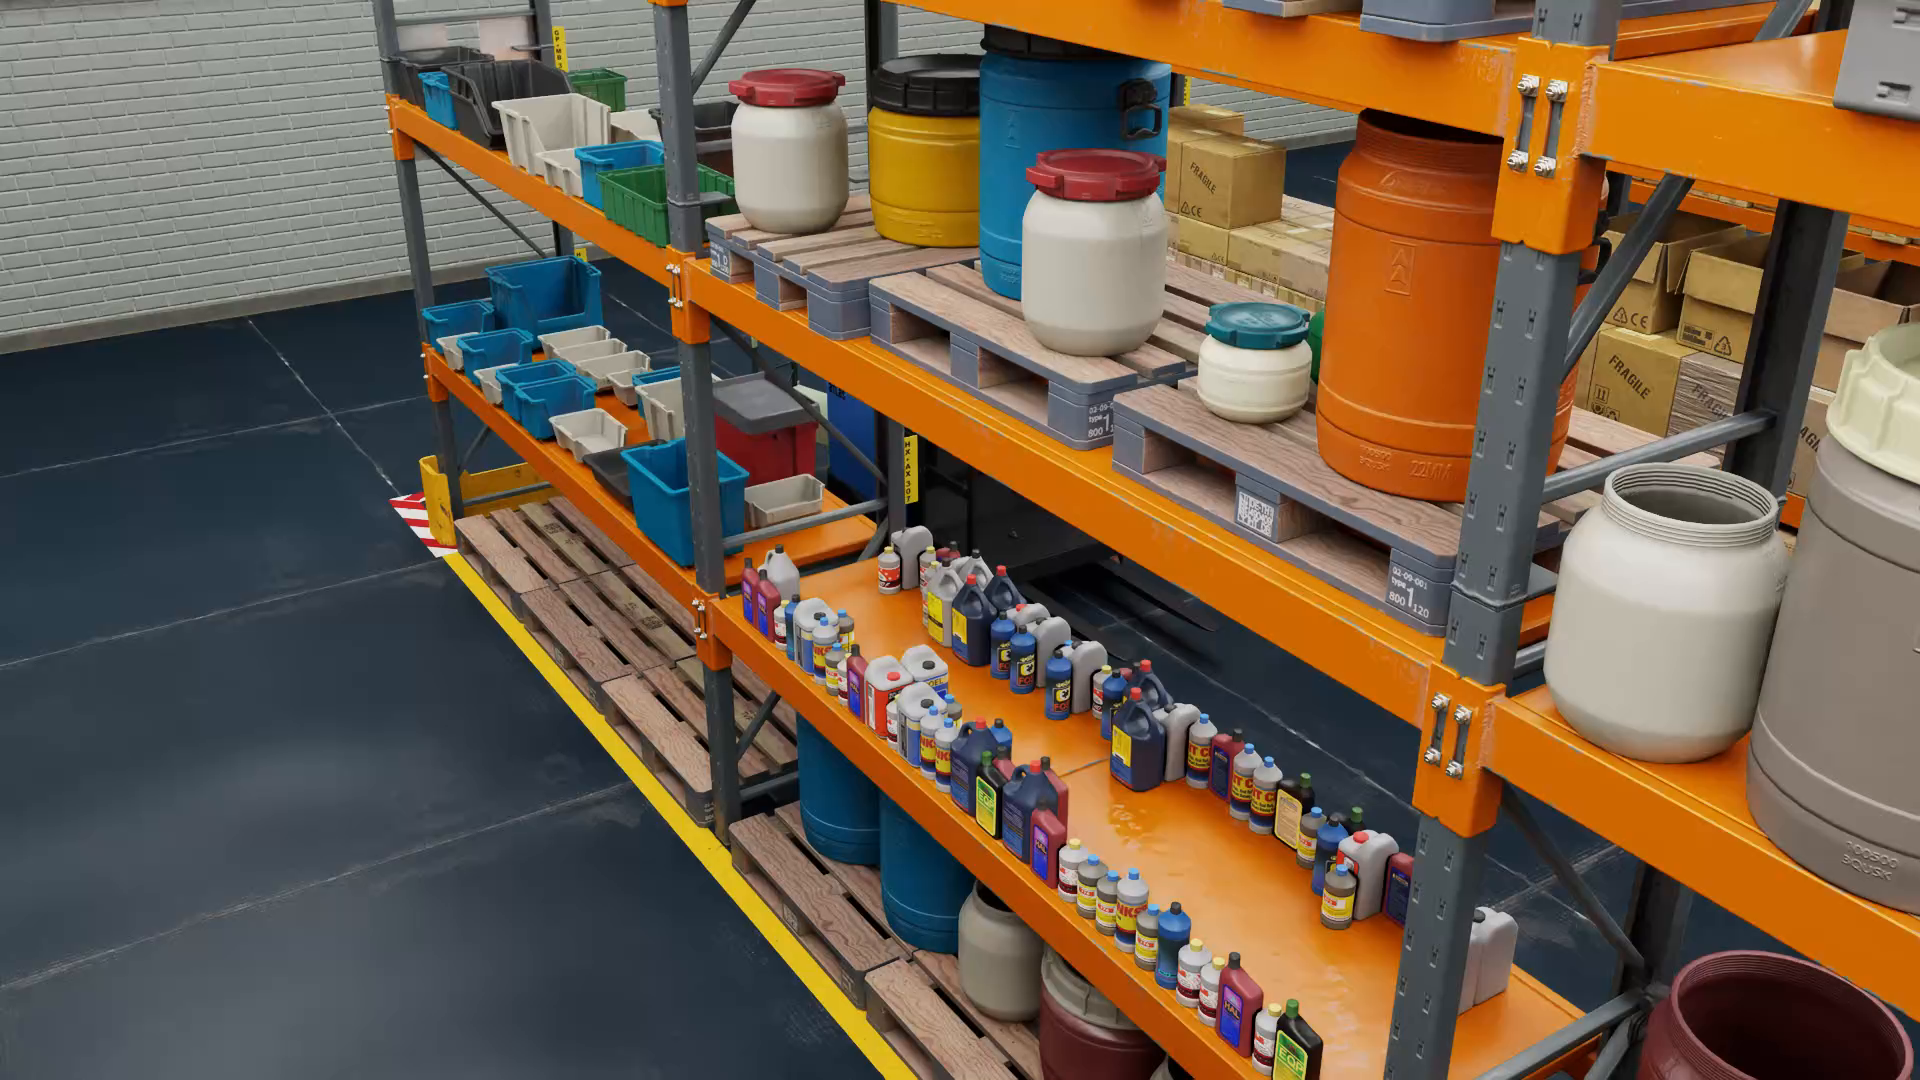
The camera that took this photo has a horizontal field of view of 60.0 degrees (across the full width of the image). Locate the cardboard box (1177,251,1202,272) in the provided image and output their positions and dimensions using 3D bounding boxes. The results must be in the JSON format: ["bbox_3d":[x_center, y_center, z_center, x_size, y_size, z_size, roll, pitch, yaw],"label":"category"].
[{"bbox_3d":[1.747,-1.965,11.692,0.380,0.149,0.250,-16,30,-31],"label":"cardboard box"}]

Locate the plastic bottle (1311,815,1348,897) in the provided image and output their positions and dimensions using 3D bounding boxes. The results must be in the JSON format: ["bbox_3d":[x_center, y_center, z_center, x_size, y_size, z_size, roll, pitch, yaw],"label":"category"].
[{"bbox_3d":[1.176,0.995,5.278,0.097,0.271,0.097,0,25,0],"label":"plastic bottle"}]

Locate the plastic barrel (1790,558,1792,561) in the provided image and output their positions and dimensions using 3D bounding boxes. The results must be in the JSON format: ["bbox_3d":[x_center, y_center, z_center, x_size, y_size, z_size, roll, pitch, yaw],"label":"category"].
[{"bbox_3d":[1.663,0.157,3.572,0.294,0.245,0.294,0,25,0],"label":"plastic barrel"}]

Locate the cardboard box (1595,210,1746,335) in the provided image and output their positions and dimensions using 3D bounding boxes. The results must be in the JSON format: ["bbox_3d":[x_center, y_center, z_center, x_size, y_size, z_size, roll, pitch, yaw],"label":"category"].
[{"bbox_3d":[3.807,-1.491,9.102,0.797,0.503,0.637,-16,30,-31],"label":"cardboard box"}]

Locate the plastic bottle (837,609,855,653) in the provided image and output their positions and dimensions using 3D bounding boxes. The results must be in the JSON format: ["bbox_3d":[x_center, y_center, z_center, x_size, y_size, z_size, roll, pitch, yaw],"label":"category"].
[{"bbox_3d":[-0.471,0.375,6.674,0.097,0.201,0.097,0,25,0],"label":"plastic bottle"}]

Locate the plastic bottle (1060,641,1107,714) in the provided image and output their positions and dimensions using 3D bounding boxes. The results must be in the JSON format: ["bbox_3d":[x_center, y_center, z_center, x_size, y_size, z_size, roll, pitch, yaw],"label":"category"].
[{"bbox_3d":[0.462,0.500,6.323,0.152,0.276,0.135,-16,29,-30],"label":"plastic bottle"}]

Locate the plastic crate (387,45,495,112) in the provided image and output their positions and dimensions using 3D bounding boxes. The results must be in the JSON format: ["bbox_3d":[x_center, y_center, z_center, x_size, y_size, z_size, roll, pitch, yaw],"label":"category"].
[{"bbox_3d":[-2.906,-2.590,9.361,0.497,0.269,0.590,-16,29,-30],"label":"plastic crate"}]

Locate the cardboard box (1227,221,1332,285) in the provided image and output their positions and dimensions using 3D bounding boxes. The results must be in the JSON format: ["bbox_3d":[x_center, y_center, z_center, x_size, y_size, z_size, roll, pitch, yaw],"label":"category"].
[{"bbox_3d":[2.153,-1.931,11.154,0.500,0.250,0.500,-16,30,-31],"label":"cardboard box"}]

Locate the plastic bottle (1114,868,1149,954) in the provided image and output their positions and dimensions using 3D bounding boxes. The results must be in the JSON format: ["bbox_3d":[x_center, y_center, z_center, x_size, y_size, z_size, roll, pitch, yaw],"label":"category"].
[{"bbox_3d":[0.520,1.112,5.031,0.097,0.271,0.097,0,25,0],"label":"plastic bottle"}]

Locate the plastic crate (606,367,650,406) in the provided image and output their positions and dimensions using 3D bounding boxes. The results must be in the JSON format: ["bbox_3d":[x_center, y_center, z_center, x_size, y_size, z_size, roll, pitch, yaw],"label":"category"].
[{"bbox_3d":[-1.790,-0.851,9.277,0.298,0.136,0.250,-16,29,-30],"label":"plastic crate"}]

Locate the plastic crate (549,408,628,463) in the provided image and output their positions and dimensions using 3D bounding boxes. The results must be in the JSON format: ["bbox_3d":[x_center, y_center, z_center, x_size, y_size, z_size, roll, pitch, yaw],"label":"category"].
[{"bbox_3d":[-1.901,-0.525,8.587,0.293,0.136,0.466,-16,29,-30],"label":"plastic crate"}]

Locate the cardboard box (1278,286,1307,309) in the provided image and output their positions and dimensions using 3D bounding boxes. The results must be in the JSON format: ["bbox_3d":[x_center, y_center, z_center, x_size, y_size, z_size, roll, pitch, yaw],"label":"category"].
[{"bbox_3d":[2.308,-1.597,10.914,0.380,0.149,0.250,-16,30,-30],"label":"cardboard box"}]

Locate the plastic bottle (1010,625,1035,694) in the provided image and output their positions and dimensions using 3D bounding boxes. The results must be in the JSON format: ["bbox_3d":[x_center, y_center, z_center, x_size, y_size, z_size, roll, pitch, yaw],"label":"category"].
[{"bbox_3d":[0.241,0.455,6.424,0.097,0.271,0.097,0,25,0],"label":"plastic bottle"}]

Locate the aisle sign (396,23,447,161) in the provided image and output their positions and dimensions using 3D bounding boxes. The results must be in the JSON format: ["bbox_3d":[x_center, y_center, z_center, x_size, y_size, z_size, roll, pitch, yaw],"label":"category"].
[{"bbox_3d":[-3.170,-2.627,9.756,0.394,0.787,0.004,-16,29,-30],"label":"aisle sign"}]

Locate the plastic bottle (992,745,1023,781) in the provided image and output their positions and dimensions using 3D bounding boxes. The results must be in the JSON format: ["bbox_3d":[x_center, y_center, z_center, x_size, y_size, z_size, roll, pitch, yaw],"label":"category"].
[{"bbox_3d":[0.160,0.837,5.599,0.061,0.283,0.133,-16,29,-30],"label":"plastic bottle"}]

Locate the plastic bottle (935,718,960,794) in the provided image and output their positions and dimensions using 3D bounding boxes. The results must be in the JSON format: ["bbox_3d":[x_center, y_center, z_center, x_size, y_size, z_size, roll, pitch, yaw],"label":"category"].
[{"bbox_3d":[-0.040,0.745,5.808,0.097,0.271,0.097,0,25,0],"label":"plastic bottle"}]

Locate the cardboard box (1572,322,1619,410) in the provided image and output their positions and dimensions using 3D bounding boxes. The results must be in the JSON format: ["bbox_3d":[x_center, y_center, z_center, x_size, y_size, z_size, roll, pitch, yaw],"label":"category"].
[{"bbox_3d":[3.493,-1.041,9.324,0.500,0.500,0.500,-15,29,-29],"label":"cardboard box"}]

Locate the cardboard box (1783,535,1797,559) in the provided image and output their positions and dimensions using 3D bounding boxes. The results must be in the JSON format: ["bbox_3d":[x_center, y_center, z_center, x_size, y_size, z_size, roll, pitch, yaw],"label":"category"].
[{"bbox_3d":[4.795,0.411,8.363,1.225,0.875,0.875,-15,29,-29],"label":"cardboard box"}]

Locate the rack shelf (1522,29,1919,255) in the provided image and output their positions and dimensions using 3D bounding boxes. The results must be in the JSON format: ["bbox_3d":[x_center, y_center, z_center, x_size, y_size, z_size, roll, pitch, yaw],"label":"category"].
[{"bbox_3d":[2.577,-0.125,1.784,1.077,0.370,4.000,-16,29,-30],"label":"rack shelf"}]

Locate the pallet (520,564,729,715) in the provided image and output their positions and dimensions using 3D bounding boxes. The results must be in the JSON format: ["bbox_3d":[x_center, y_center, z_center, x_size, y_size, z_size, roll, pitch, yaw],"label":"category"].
[{"bbox_3d":[-1.803,0.506,9.431,1.003,0.211,1.213,-16,29,-30],"label":"pallet"}]

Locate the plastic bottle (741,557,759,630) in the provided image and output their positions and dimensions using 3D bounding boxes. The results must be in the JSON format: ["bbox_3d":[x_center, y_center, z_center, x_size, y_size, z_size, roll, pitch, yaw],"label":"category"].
[{"bbox_3d":[-0.856,0.219,6.909,0.061,0.283,0.133,-16,29,-30],"label":"plastic bottle"}]

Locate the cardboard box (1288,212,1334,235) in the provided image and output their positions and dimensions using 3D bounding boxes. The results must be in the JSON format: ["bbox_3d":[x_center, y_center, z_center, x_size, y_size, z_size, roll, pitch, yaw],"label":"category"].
[{"bbox_3d":[2.597,-2.055,11.418,0.500,0.250,0.500,-15,29,-29],"label":"cardboard box"}]

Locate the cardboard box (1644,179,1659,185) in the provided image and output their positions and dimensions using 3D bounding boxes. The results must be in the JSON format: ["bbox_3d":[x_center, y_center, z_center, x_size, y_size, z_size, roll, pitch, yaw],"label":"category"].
[{"bbox_3d":[6.040,-3.109,14.117,0.380,0.149,0.250,-16,30,-30],"label":"cardboard box"}]

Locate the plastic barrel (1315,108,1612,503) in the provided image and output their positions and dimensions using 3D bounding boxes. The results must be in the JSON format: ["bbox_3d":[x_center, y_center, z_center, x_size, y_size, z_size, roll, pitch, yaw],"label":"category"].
[{"bbox_3d":[1.178,-0.578,3.951,0.600,0.830,0.708,-16,29,-30],"label":"plastic barrel"}]

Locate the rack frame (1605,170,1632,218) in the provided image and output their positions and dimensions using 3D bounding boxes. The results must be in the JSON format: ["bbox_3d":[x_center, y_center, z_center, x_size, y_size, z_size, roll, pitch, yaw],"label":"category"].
[{"bbox_3d":[3.451,-1.218,9.817,1.000,3.000,0.127,-16,29,-30],"label":"rack frame"}]

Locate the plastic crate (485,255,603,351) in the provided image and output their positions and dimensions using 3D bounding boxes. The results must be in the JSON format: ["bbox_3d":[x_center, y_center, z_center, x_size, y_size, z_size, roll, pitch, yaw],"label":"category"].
[{"bbox_3d":[-2.543,-1.462,10.221,0.616,0.435,0.499,-16,29,-30],"label":"plastic crate"}]

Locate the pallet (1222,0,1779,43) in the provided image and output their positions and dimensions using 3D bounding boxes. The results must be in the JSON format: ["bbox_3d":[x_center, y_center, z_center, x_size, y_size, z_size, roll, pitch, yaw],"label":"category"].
[{"bbox_3d":[1.117,-1.345,3.748,1.213,0.211,1.003,-16,29,-30],"label":"pallet"}]

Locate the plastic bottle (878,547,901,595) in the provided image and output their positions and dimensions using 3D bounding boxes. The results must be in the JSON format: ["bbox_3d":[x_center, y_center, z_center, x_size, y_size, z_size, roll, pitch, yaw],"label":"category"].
[{"bbox_3d":[-0.307,0.127,7.200,0.097,0.201,0.097,0,25,0],"label":"plastic bottle"}]

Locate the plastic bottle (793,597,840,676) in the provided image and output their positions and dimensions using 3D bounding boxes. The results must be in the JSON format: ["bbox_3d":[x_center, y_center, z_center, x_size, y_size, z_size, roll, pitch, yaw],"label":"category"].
[{"bbox_3d":[-0.565,0.377,6.583,0.152,0.276,0.135,-16,29,-30],"label":"plastic bottle"}]

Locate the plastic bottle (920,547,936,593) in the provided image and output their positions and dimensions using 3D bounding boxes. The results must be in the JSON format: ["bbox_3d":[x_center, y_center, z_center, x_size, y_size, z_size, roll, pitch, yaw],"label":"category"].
[{"bbox_3d":[-0.126,0.126,7.201,0.097,0.201,0.097,0,25,0],"label":"plastic bottle"}]

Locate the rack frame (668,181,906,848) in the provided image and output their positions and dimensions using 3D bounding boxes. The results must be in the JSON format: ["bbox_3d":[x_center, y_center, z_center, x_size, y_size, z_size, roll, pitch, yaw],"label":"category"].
[{"bbox_3d":[-0.699,-0.064,7.372,1.000,3.000,0.127,-16,29,-30],"label":"rack frame"}]

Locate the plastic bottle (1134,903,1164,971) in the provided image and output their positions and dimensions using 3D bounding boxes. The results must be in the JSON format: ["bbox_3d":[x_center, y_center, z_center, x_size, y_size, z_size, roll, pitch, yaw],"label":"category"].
[{"bbox_3d":[0.574,1.179,4.972,0.097,0.201,0.097,0,25,0],"label":"plastic bottle"}]

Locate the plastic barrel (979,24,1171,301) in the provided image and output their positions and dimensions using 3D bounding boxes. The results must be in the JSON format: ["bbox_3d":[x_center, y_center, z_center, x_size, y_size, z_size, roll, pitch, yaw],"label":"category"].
[{"bbox_3d":[0.361,-1.262,5.318,0.600,0.901,0.708,-16,29,-30],"label":"plastic barrel"}]

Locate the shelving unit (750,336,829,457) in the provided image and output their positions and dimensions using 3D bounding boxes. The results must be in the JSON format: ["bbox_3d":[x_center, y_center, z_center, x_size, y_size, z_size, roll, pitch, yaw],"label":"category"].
[{"bbox_3d":[-1.004,-1.081,11.283,0.755,1.500,0.431,21,32,37],"label":"shelving unit"}]

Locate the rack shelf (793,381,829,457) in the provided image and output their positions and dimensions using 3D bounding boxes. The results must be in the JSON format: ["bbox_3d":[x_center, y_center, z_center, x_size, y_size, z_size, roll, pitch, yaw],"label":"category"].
[{"bbox_3d":[-1.004,-0.786,11.423,0.720,0.370,0.431,21,32,37],"label":"rack shelf"}]

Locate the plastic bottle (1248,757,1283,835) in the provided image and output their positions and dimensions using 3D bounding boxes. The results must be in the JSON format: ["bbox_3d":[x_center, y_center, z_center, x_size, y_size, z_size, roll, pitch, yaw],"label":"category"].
[{"bbox_3d":[1.028,0.851,5.584,0.097,0.271,0.097,0,25,0],"label":"plastic bottle"}]

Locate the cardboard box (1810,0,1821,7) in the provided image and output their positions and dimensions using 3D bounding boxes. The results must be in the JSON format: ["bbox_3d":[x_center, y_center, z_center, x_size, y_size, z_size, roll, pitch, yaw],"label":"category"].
[{"bbox_3d":[6.627,-4.102,12.588,0.500,0.250,0.500,-16,30,-30],"label":"cardboard box"}]

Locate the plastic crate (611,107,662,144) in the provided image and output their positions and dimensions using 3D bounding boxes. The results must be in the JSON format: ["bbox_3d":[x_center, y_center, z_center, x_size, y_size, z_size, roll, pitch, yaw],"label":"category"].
[{"bbox_3d":[-1.546,-2.051,8.376,0.437,0.136,0.530,-16,29,-30],"label":"plastic crate"}]

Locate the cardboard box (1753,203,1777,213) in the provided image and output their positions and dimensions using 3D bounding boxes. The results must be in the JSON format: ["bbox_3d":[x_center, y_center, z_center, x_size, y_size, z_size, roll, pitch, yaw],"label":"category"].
[{"bbox_3d":[6.595,-2.740,13.335,0.380,0.149,0.250,-16,30,-30],"label":"cardboard box"}]

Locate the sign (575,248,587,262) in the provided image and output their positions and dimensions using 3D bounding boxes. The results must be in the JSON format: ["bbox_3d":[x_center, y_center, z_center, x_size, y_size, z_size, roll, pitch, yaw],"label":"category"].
[{"bbox_3d":[-2.430,-1.703,10.652,0.100,0.325,0.005,-16,29,-30],"label":"sign"}]

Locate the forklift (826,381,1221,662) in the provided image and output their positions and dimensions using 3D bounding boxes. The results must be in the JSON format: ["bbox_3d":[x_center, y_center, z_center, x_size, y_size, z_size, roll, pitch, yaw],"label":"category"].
[{"bbox_3d":[0.341,-1.099,9.646,1.130,2.935,3.031,-15,29,-29],"label":"forklift"}]

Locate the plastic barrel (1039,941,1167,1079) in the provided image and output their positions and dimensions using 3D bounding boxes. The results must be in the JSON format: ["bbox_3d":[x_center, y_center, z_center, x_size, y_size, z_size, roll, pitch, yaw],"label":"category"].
[{"bbox_3d":[0.587,1.692,5.985,0.600,0.588,0.708,-16,29,-30],"label":"plastic barrel"}]

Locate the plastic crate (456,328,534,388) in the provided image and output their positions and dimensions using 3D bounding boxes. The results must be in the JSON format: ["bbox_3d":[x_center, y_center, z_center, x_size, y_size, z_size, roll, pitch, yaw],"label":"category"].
[{"bbox_3d":[-2.664,-1.046,9.577,0.416,0.233,0.300,-16,29,-30],"label":"plastic crate"}]

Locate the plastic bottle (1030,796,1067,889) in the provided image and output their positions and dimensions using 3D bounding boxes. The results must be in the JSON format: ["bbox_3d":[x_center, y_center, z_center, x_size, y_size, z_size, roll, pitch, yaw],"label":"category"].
[{"bbox_3d":[0.283,0.965,5.328,0.061,0.283,0.133,-16,29,-30],"label":"plastic bottle"}]

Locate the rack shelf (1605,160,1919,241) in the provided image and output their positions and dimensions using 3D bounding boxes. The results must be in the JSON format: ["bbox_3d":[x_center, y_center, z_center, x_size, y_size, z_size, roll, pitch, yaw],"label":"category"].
[{"bbox_3d":[4.543,-1.534,7.815,1.077,0.370,4.000,-16,29,-30],"label":"rack shelf"}]

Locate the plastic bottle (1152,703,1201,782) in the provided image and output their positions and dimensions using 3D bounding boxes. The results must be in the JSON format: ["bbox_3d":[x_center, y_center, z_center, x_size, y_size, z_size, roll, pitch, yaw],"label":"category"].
[{"bbox_3d":[0.763,0.696,5.906,0.152,0.276,0.135,-16,29,-30],"label":"plastic bottle"}]

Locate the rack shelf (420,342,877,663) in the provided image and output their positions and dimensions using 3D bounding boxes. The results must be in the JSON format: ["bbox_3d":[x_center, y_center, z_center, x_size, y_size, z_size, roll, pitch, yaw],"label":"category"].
[{"bbox_3d":[-1.790,-0.454,9.041,1.077,0.370,4.000,-16,29,-30],"label":"rack shelf"}]

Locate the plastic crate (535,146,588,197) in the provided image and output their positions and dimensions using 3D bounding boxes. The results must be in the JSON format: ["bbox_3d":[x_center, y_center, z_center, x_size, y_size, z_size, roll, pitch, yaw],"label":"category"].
[{"bbox_3d":[-1.712,-1.668,7.564,0.293,0.136,0.466,-16,29,-30],"label":"plastic crate"}]

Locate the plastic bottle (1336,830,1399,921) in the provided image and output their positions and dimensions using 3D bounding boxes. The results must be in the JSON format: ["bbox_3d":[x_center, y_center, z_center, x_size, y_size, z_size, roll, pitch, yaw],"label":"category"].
[{"bbox_3d":[1.267,1.027,5.206,0.152,0.276,0.135,-16,29,-30],"label":"plastic bottle"}]

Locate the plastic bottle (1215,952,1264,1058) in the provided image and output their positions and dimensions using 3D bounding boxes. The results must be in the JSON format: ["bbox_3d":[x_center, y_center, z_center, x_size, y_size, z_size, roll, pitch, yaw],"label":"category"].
[{"bbox_3d":[0.781,1.291,4.637,0.061,0.283,0.133,-16,29,-30],"label":"plastic bottle"}]

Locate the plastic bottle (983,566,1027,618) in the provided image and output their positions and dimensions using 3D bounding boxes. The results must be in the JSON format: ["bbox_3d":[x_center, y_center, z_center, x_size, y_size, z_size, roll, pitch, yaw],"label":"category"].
[{"bbox_3d":[0.178,0.277,6.708,0.144,0.351,0.185,-16,29,-30],"label":"plastic bottle"}]
